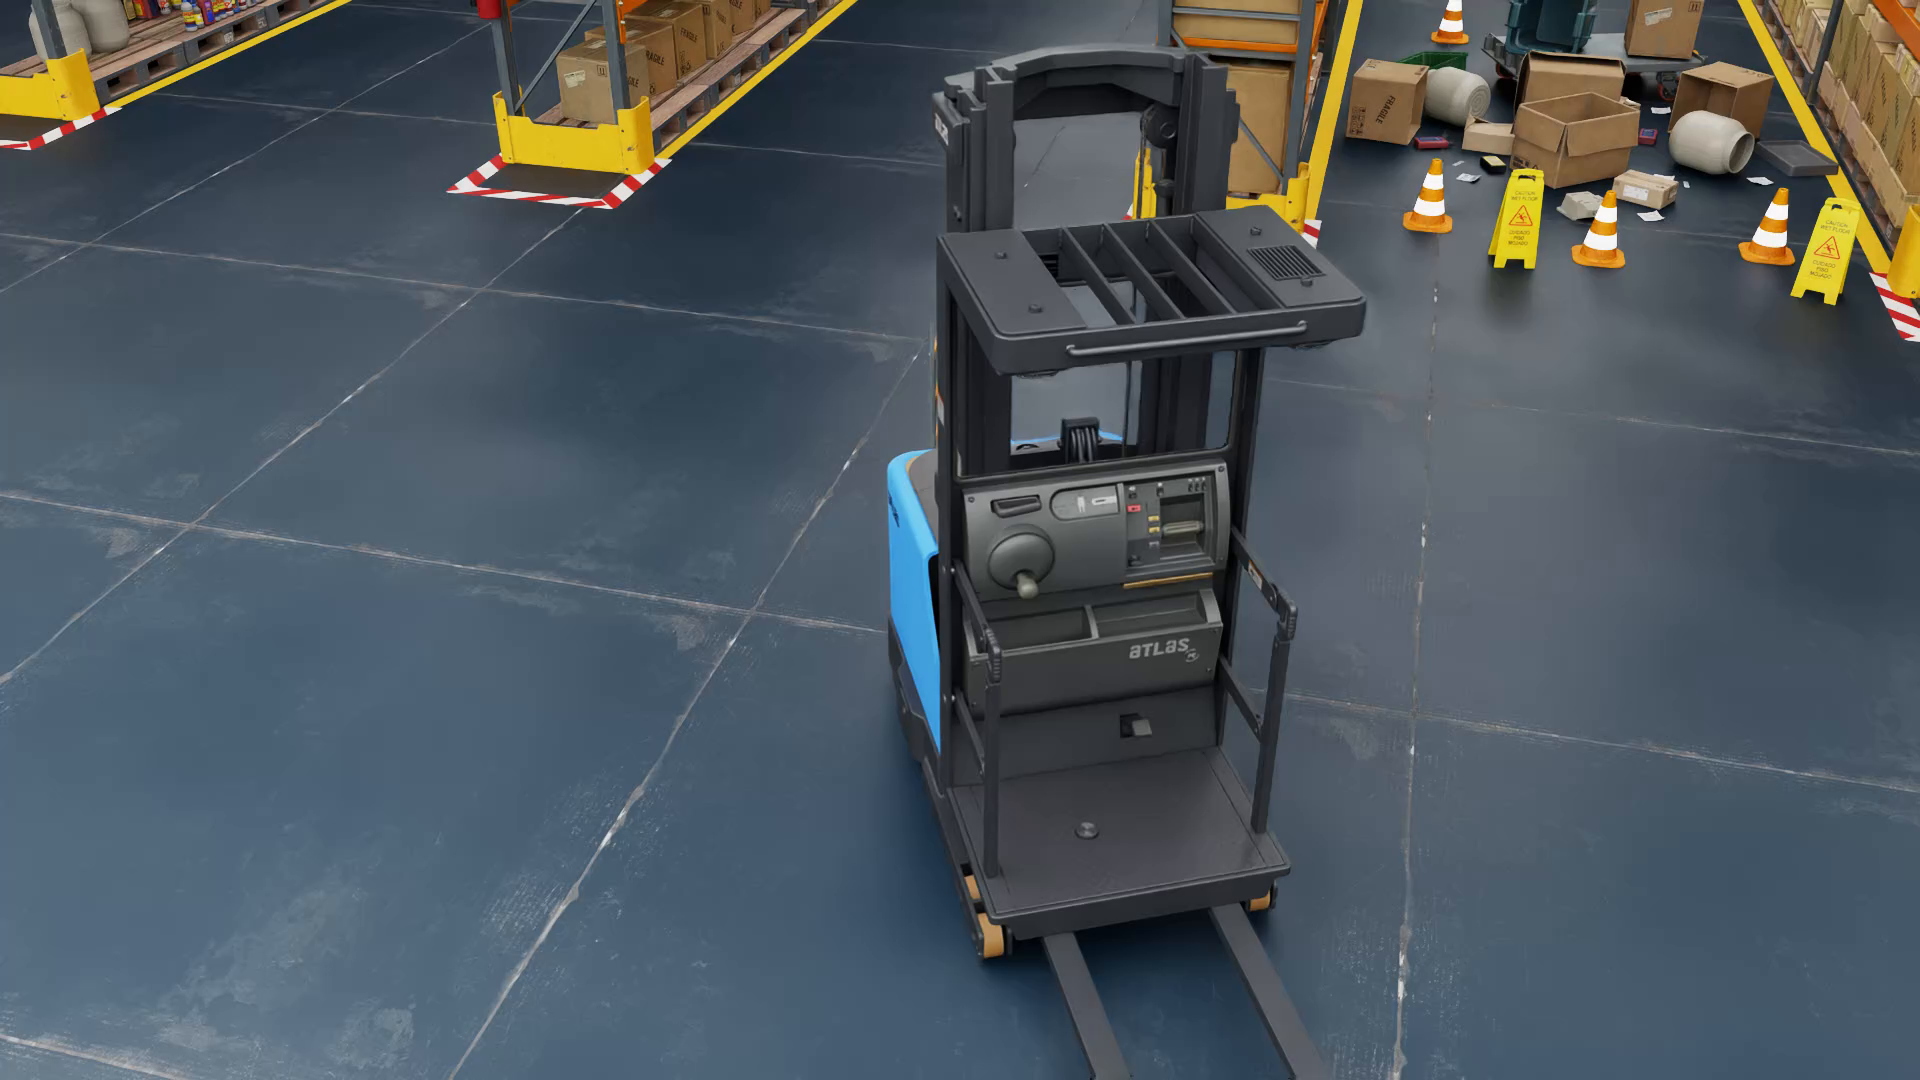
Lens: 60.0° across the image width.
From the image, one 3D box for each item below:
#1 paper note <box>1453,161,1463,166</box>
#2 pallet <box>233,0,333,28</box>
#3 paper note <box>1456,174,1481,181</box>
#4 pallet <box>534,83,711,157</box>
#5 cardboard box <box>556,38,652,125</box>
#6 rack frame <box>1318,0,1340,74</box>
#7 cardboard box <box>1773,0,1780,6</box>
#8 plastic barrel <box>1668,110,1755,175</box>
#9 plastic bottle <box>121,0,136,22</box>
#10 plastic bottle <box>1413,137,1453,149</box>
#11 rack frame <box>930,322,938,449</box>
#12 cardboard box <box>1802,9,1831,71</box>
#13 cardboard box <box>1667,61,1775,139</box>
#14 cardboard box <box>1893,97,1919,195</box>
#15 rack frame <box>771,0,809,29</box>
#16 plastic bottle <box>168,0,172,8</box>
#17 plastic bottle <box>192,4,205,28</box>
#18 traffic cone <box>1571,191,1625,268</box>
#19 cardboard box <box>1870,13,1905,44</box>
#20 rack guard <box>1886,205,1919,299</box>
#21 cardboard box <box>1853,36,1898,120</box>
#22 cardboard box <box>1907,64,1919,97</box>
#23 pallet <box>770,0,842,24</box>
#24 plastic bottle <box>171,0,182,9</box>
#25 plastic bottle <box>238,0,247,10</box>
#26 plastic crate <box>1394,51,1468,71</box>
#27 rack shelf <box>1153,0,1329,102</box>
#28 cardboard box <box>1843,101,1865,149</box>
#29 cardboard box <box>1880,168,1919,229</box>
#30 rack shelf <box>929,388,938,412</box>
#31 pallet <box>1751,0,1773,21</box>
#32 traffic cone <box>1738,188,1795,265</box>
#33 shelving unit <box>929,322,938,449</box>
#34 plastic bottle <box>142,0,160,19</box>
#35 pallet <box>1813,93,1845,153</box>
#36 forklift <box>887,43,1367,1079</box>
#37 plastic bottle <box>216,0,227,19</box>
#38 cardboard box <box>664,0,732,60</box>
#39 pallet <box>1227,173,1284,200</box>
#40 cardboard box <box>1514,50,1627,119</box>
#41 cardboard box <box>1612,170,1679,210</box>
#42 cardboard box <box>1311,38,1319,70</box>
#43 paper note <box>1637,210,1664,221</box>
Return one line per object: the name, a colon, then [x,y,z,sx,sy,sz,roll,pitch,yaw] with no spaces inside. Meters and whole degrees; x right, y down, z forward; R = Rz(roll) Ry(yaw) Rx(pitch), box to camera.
paper note: [3.838,-2.901,12.804,0.032,0.001,0.123,28,42,36]
pallet: [-6.955,-5.386,16.525,1.003,0.211,1.213,8,33,12]
paper note: [3.833,-2.735,12.525,0.144,0.017,0.142,20,38,29]
pallet: [-2.709,-3.435,13.456,1.003,0.211,1.213,8,33,12]
cardboard box: [-2.794,-3.599,13.054,0.500,0.500,0.500,14,35,21]
rack frame: [2.819,-5.503,14.111,1.000,3.000,0.127,8,33,12]
cardboard box: [8.315,-5.350,15.927,0.950,0.372,0.625,7,33,11]
plastic barrel: [5.677,-2.997,12.569,0.421,0.421,0.512,-21,38,-29]
plastic bottle: [-7.705,-4.945,15.354,0.061,0.283,0.133,9,33,14]
plastic bottle: [3.739,-3.135,13.125,0.283,0.061,0.133,-3,33,-4]
rack frame: [-0.020,-0.466,7.864,0.240,1.200,0.015,8,33,12]
cardboard box: [7.763,-4.223,14.154,0.950,0.372,0.625,8,33,13]
cardboard box: [6.044,-3.457,13.220,0.500,0.500,0.500,-21,38,-29]
cardboard box: [6.568,-2.591,11.002,0.500,0.500,0.500,8,33,13]
rack frame: [-1.953,-6.231,15.255,1.000,3.000,0.127,8,33,12]
plastic bottle: [-7.553,-5.196,15.686,0.144,0.351,0.185,9,34,14]
plastic bottle: [-6.971,-4.787,15.182,0.097,0.201,0.097,0,32,0]
traffic cone: [4.319,-2.109,11.136,0.336,0.463,0.334,8,33,12]
cardboard box: [6.938,-3.756,12.230,0.380,0.149,0.250,10,34,15]
rack guard: [6.637,-1.791,10.601,1.175,0.500,0.348,8,33,12]
cardboard box: [6.964,-3.397,12.271,0.500,0.500,0.500,10,34,15]
cardboard box: [6.597,-3.064,11.142,0.380,0.149,0.250,9,34,14]
pallet: [-1.757,-5.458,16.639,1.003,0.211,1.213,8,33,12]
plastic bottle: [-7.425,-5.139,15.736,0.097,0.201,0.097,0,32,0]
plastic bottle: [-6.808,-5.121,15.707,0.097,0.201,0.097,0,32,0]
plastic crate: [4.042,-4.072,14.427,0.662,0.188,0.450,-28,32,-37]
rack shelf: [2.311,-4.162,12.671,1.077,0.370,4.000,8,33,12]
cardboard box: [6.965,-3.075,12.463,0.500,0.250,0.500,8,33,12]
cardboard box: [6.568,-2.291,11.230,0.500,0.250,0.500,8,33,12]
rack shelf: [0.042,-0.724,7.979,0.258,0.148,0.480,8,33,12]
pallet: [8.448,-5.375,16.509,1.003,0.211,1.213,8,33,12]
traffic cone: [5.479,-2.134,11.176,0.336,0.463,0.334,8,33,12]
shelving unit: [0.042,-0.592,8.063,0.258,1.200,0.503,8,33,12]
plastic bottle: [-7.523,-4.995,15.432,0.061,0.283,0.133,8,33,12]
pallet: [7.496,-3.352,13.325,1.003,0.211,1.213,8,33,12]
forklift: [0.524,0.023,5.482,1.130,2.935,3.031,-7,33,-11]
plastic bottle: [-6.885,-4.992,15.440,0.097,0.271,0.097,0,32,0]
cardboard box: [-2.313,-4.520,14.503,0.500,0.500,0.500,5,33,8]
pallet: [1.931,-2.676,12.263,1.003,0.211,1.213,8,33,12]
cardboard box: [4.844,-3.552,13.242,0.797,0.637,0.503,8,33,12]
cardboard box: [4.996,-2.558,12.135,0.380,0.149,0.250,28,42,36]
cardboard box: [2.592,-4.467,14.070,0.875,0.875,0.875,9,33,13]
paper note: [4.932,-2.315,11.862,0.148,0.019,0.142,-3,33,-4]
